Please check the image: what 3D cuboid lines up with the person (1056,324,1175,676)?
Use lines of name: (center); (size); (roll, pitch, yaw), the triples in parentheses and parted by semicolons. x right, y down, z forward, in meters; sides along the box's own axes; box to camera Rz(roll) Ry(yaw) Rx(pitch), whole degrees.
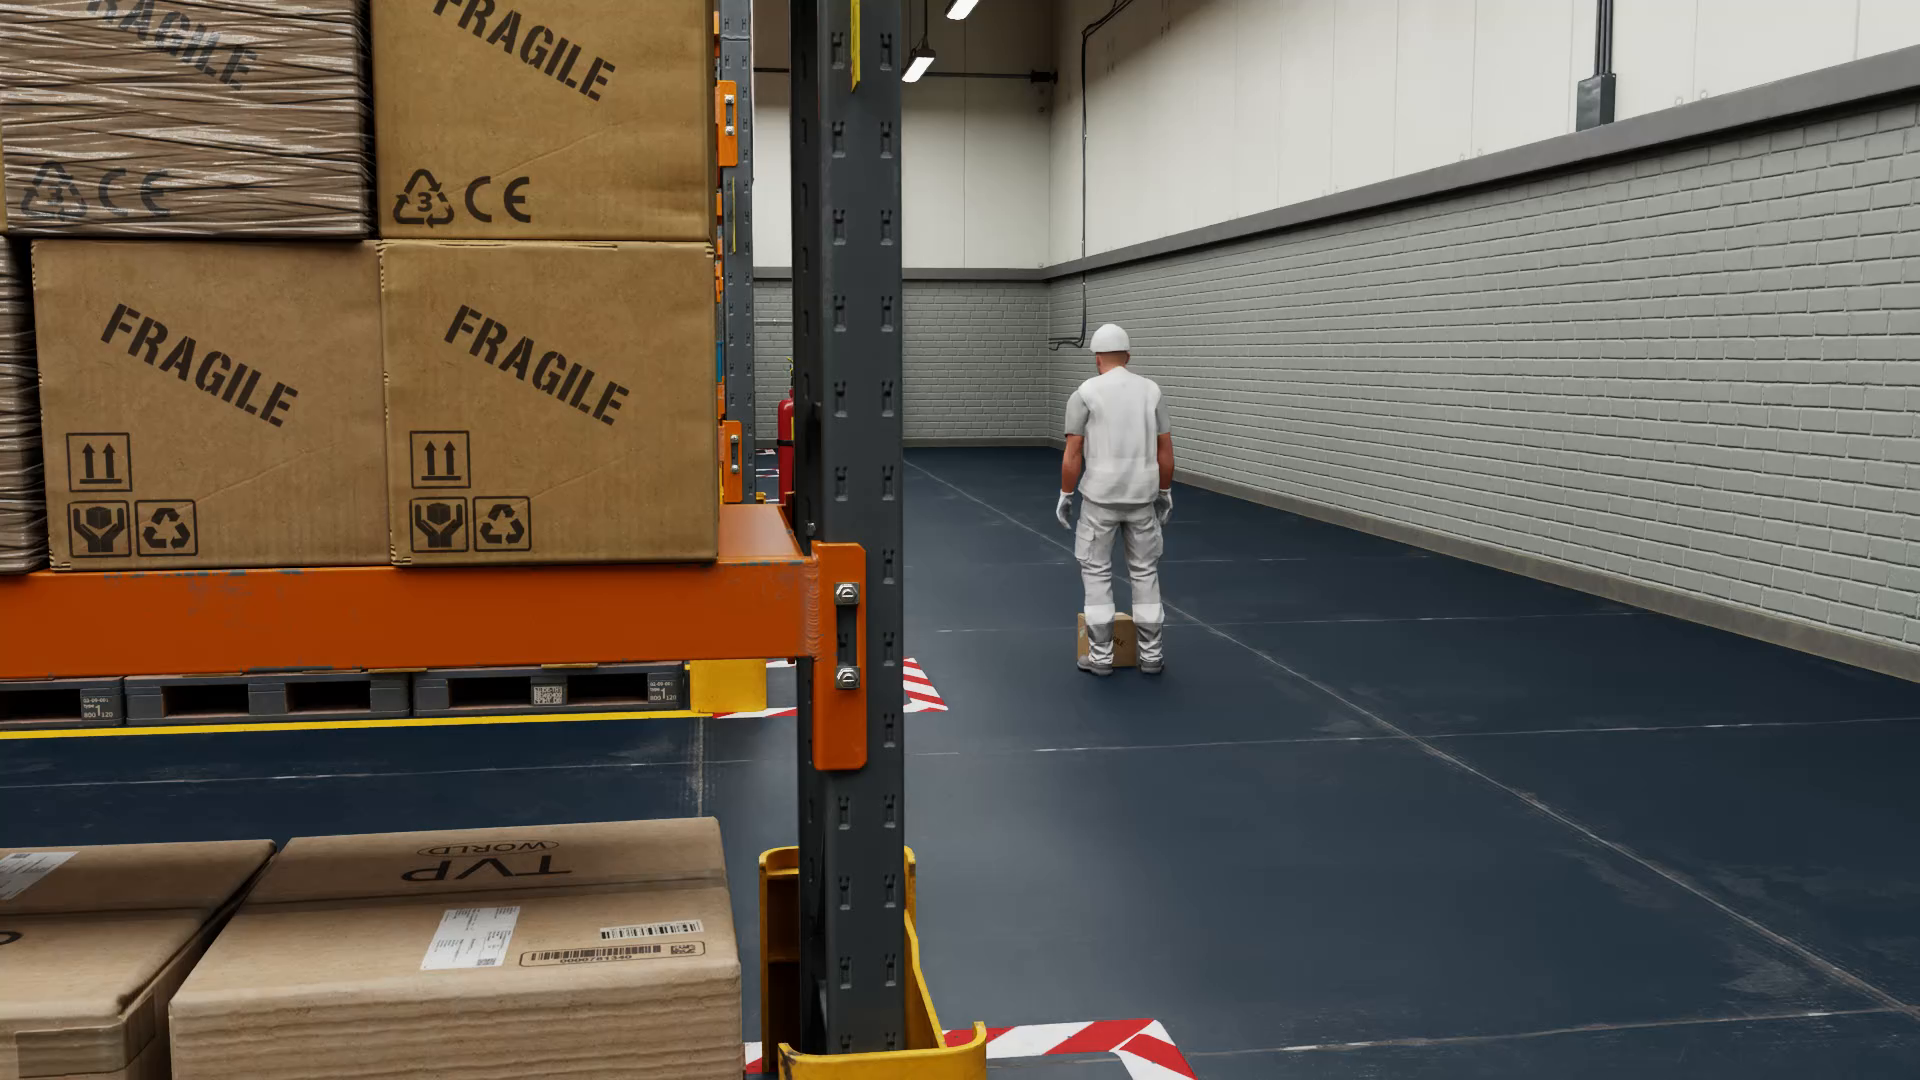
person: (0.797, -0.206, 8.483); (0.623, 1.778, 0.446); (-1, 7, -11)
